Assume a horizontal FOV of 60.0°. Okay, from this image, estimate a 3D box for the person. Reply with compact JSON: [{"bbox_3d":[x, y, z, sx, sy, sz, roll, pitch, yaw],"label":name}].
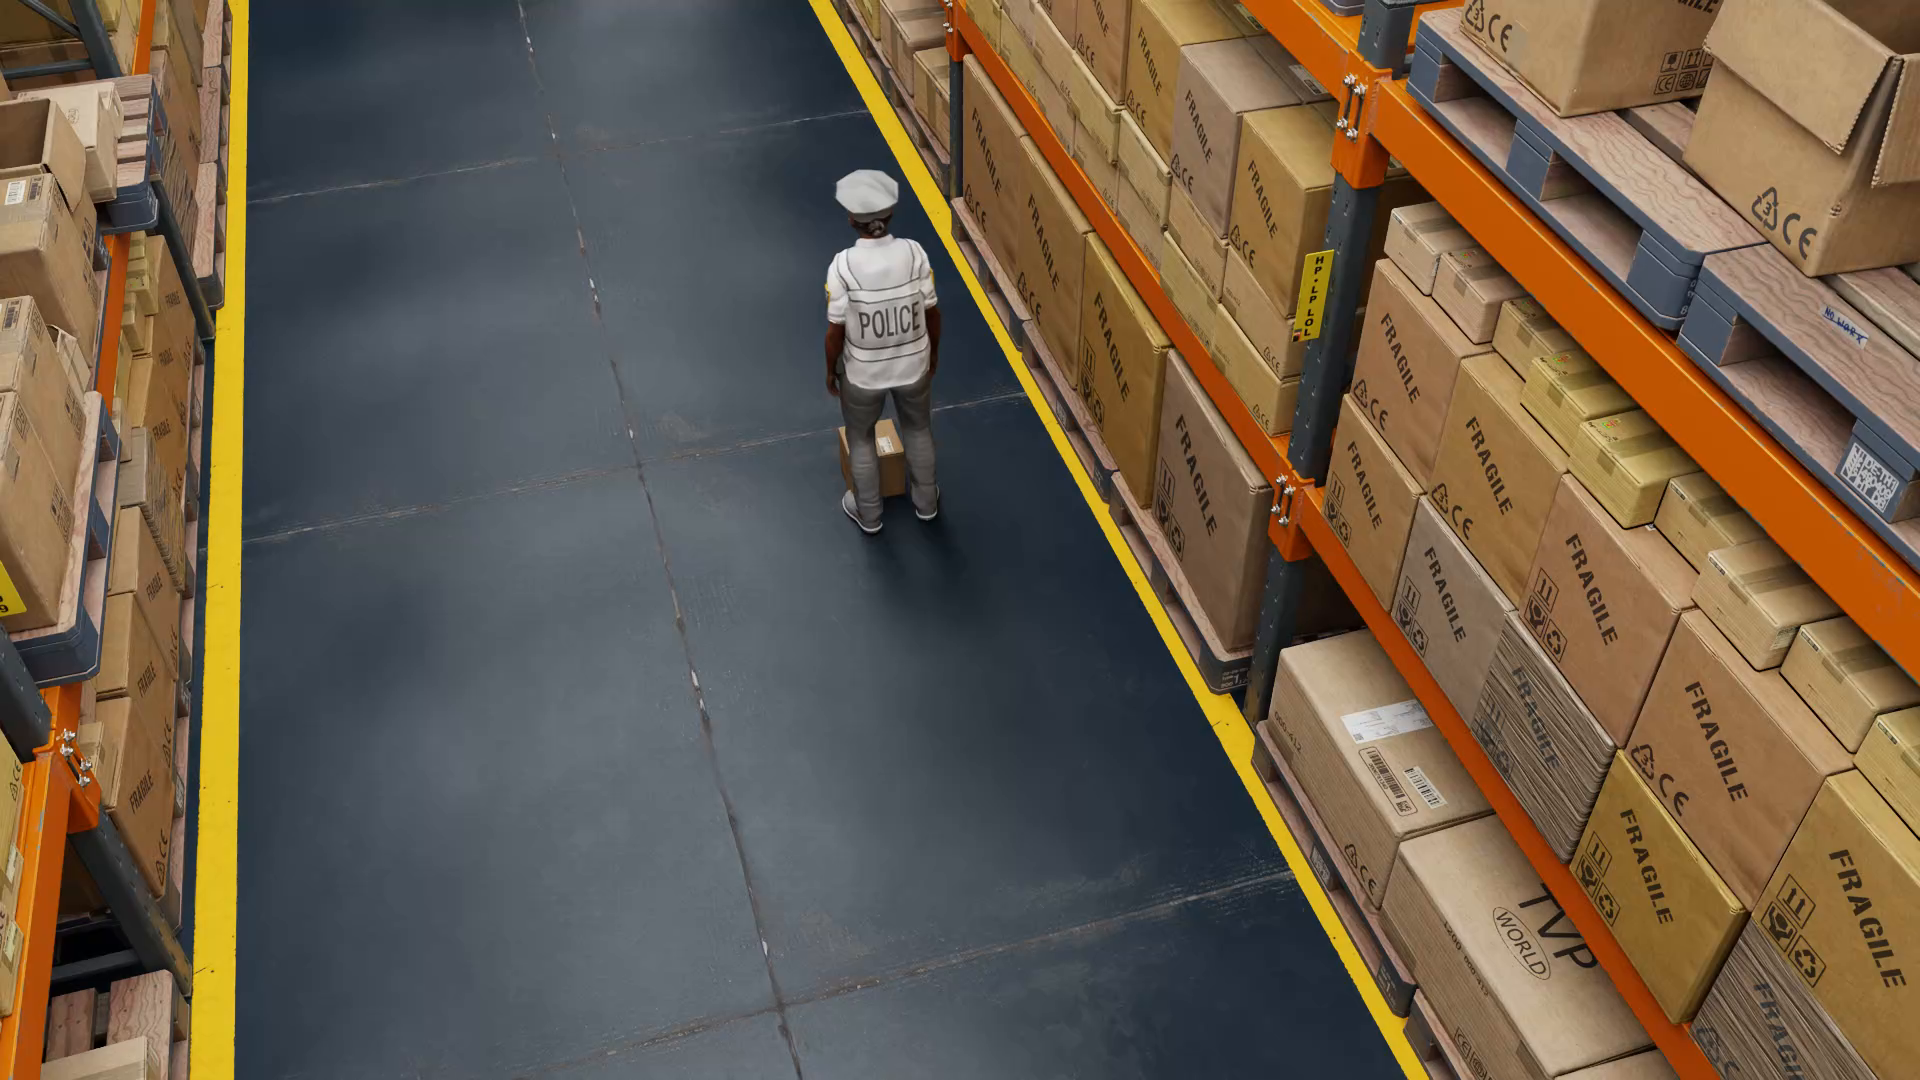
[{"bbox_3d":[-0.314,-0.731,6.961,0.503,1.656,0.397,-12,44,-13],"label":"person"}]
